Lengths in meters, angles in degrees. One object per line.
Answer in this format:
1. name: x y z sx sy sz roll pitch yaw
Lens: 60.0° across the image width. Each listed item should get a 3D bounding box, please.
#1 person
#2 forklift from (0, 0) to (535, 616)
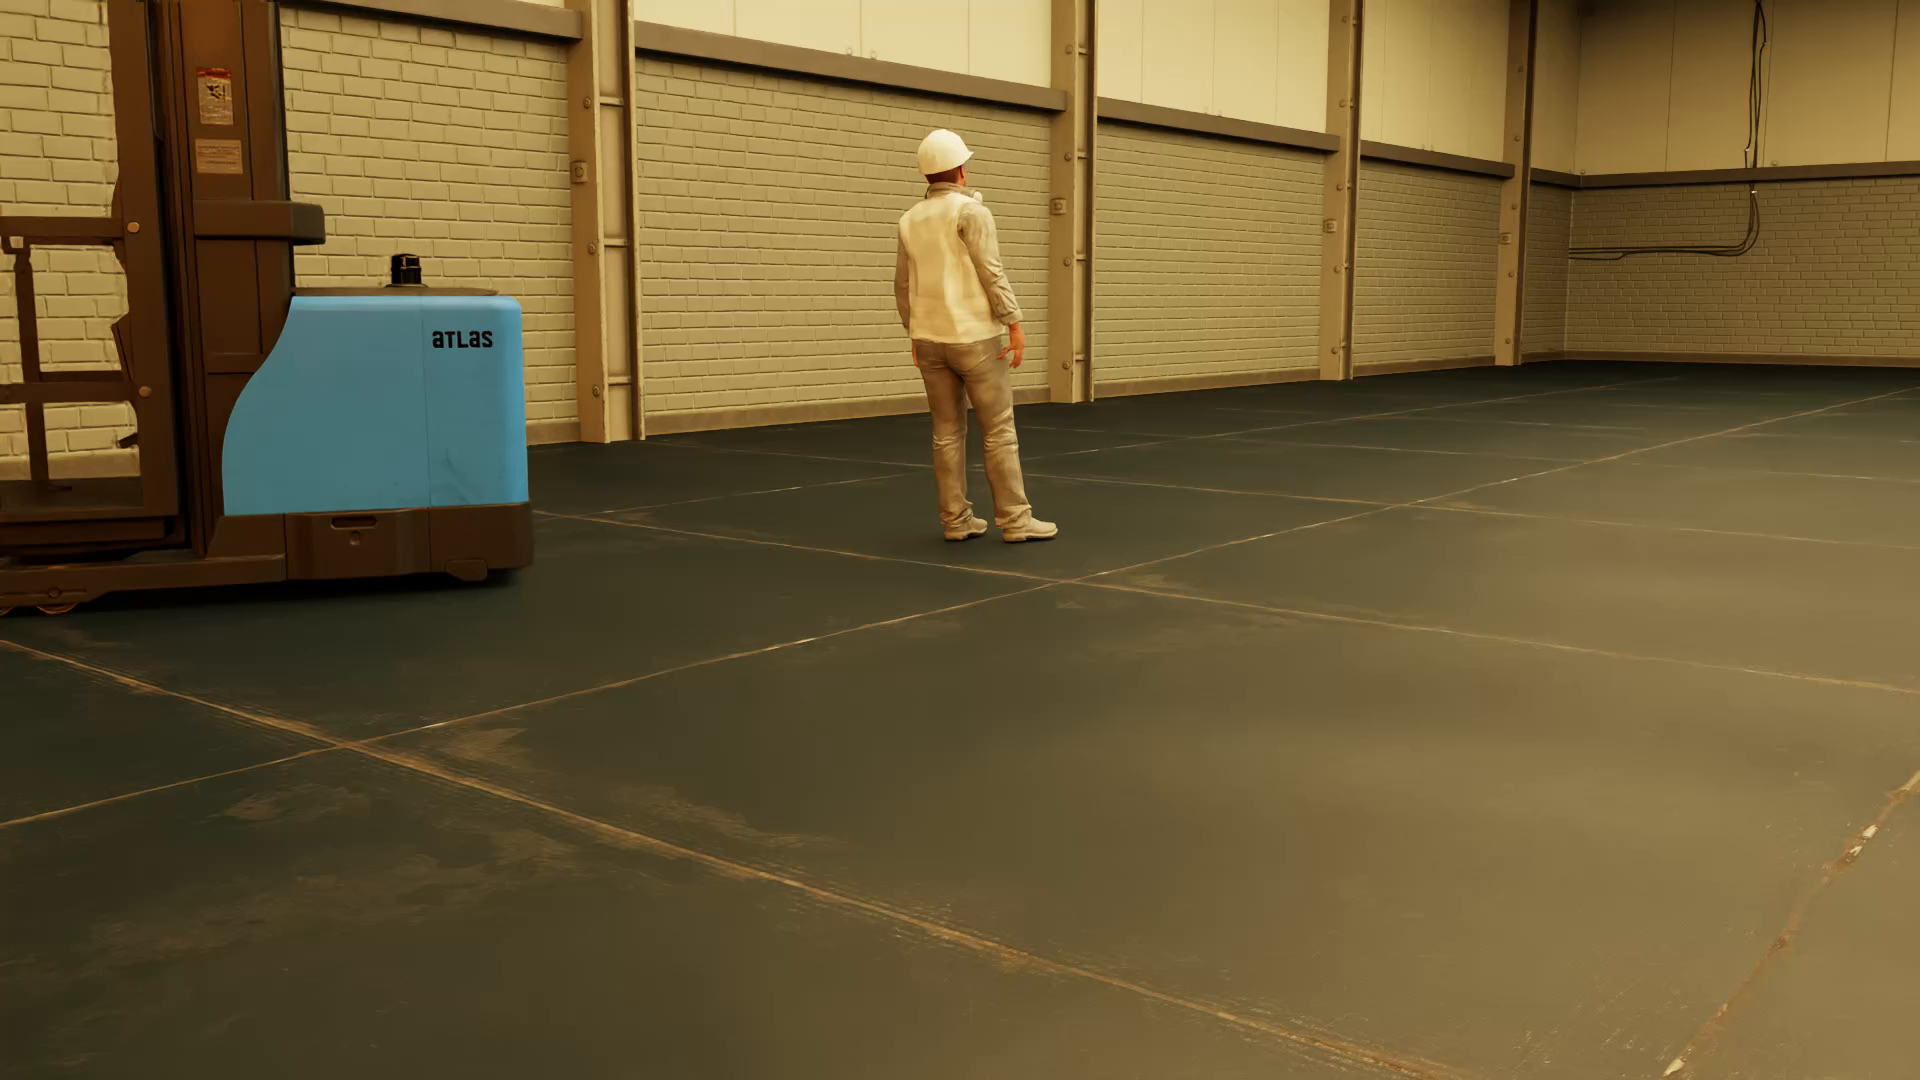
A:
1. person: 0.046 -0.891 7.318 0.632 1.773 0.568 7 11 38
2. forklift: -3.183 -1.274 5.986 3.031 2.935 1.130 -3 9 -20
